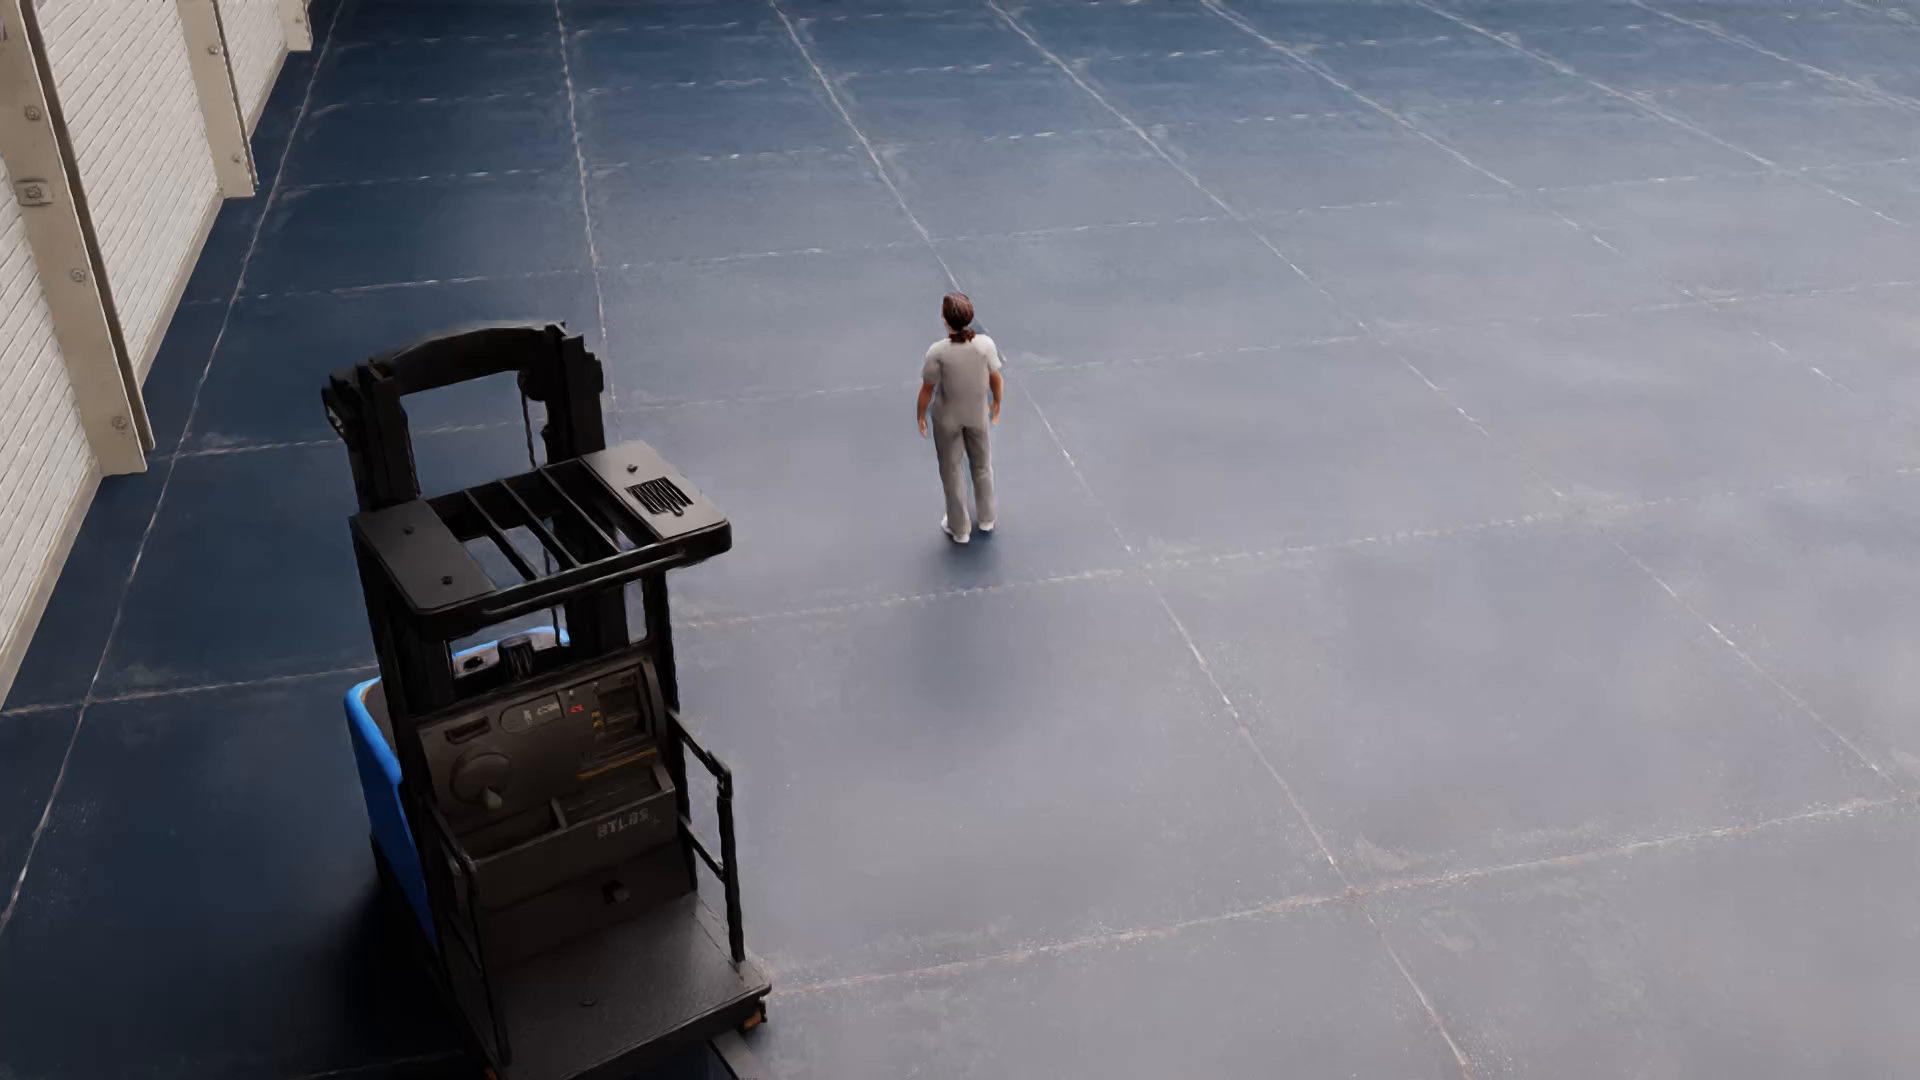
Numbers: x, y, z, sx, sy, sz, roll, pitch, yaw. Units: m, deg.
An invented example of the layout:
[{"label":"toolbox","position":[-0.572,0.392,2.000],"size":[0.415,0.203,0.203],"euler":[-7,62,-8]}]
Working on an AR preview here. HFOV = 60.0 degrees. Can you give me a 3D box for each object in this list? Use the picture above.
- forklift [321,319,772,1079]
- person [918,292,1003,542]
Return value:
[{"label":"forklift","position":[-1.469,0.783,6.222],"size":[1.130,2.935,3.031],"euler":[-18,35,-29]},{"label":"person","position":[-0.004,-0.765,10.144],"size":[0.550,1.664,0.548],"euler":[-7,31,-12]}]
